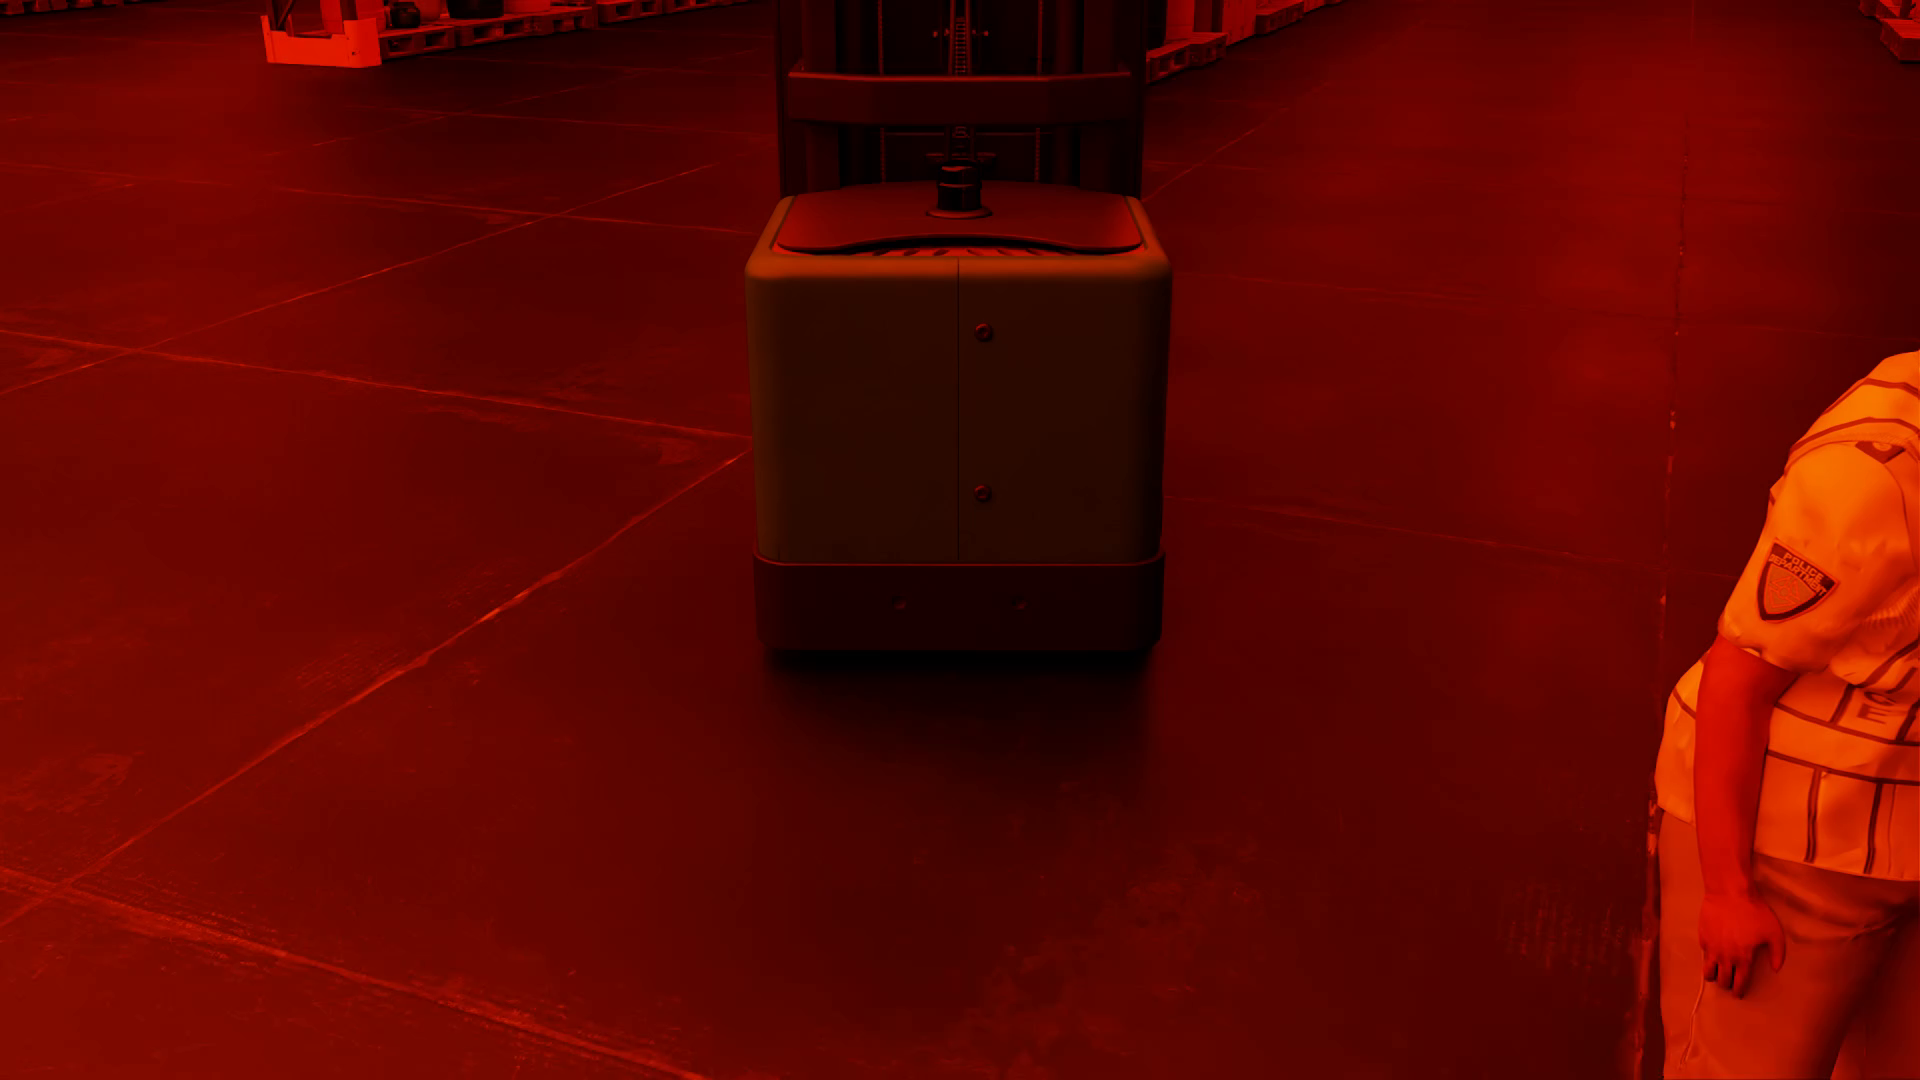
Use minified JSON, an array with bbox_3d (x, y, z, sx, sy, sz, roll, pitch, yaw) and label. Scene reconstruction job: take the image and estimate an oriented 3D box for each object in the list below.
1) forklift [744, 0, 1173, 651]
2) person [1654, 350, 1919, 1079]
[{"bbox_3d":[0.002,-1.587,5.089,1.130,2.935,3.031,0,23,0],"label":"forklift"},{"bbox_3d":[1.096,0.390,2.006,0.549,1.664,0.470,-8,24,-19],"label":"person"}]
